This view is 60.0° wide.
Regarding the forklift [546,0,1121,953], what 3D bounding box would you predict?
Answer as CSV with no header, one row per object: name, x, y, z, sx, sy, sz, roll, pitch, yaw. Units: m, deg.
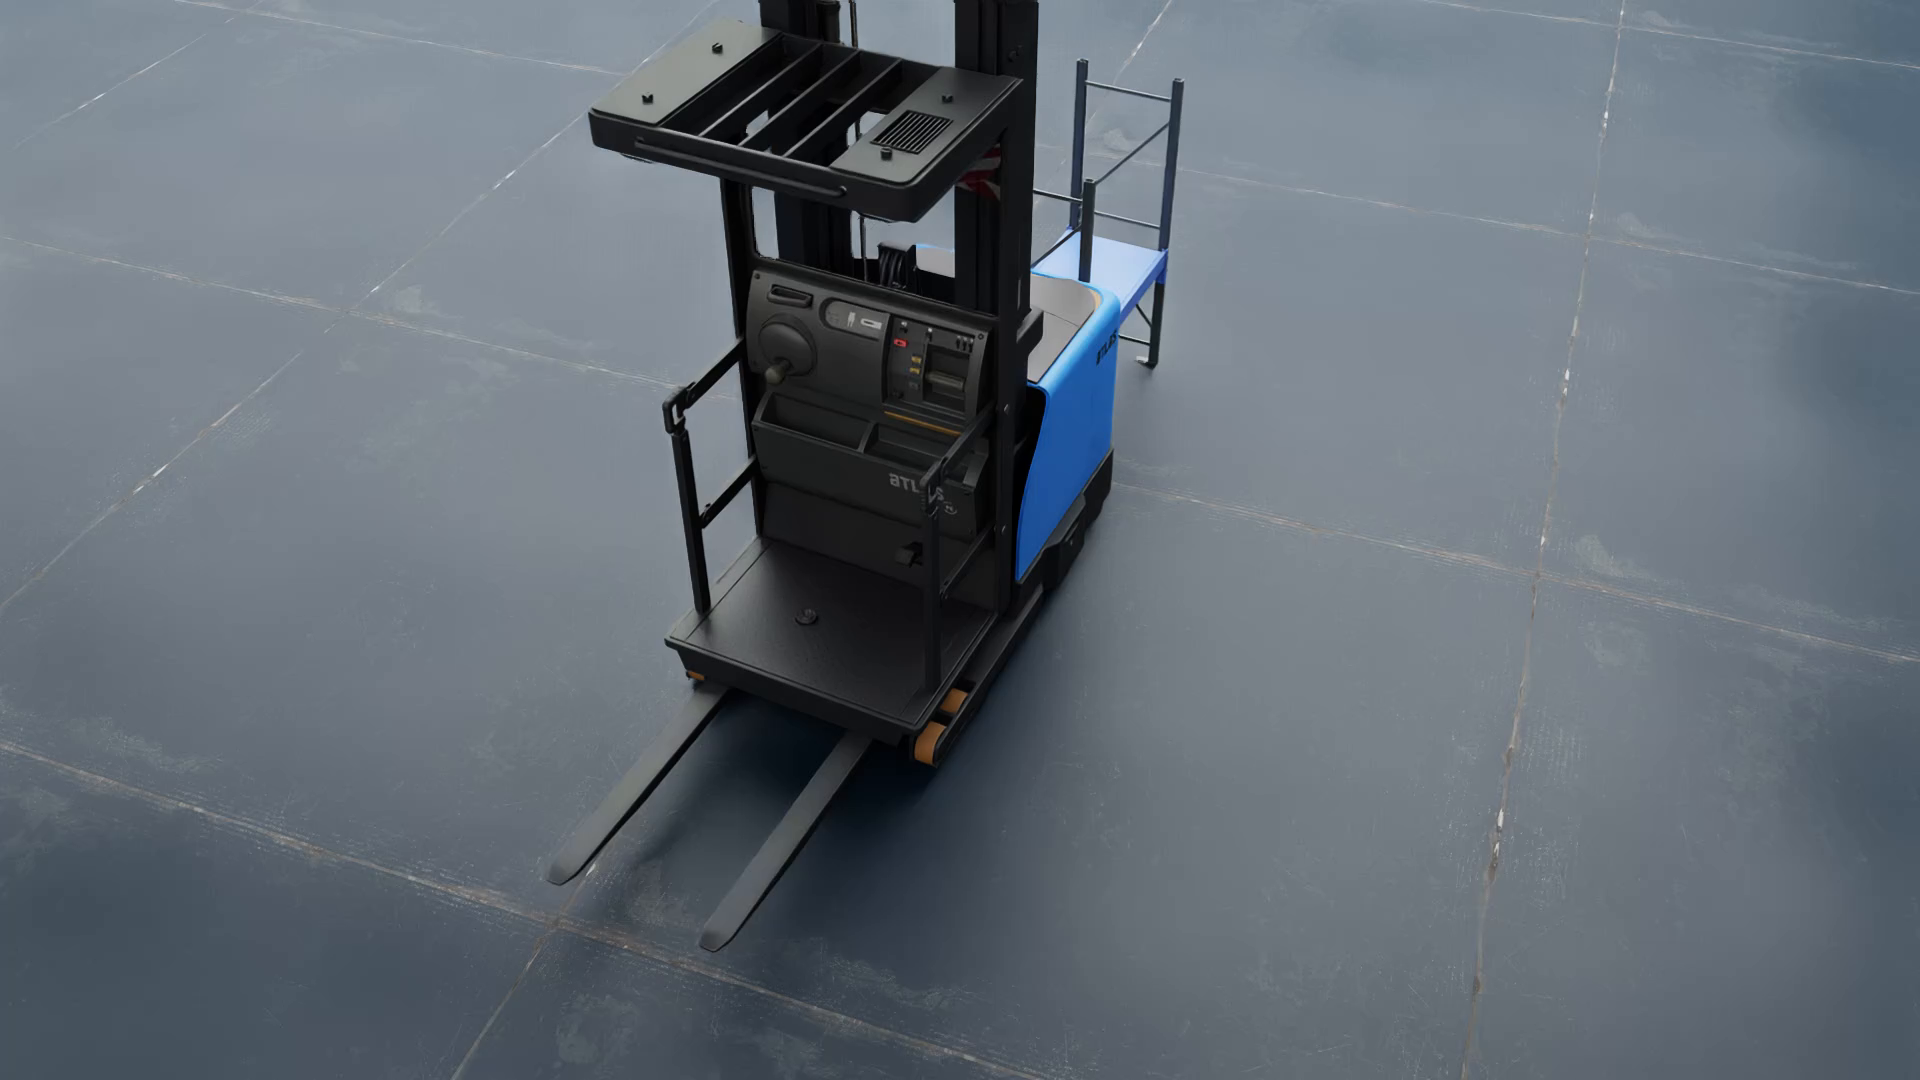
forklift,-0.427,-0.596,5.691,1.130,2.935,3.031,18,43,19

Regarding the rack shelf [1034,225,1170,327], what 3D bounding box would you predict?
rack shelf,0.533,-1.084,7.642,0.538,0.185,1.000,18,43,19

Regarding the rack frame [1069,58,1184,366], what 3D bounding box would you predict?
rack frame,0.756,-1.518,7.873,0.500,1.500,0.032,18,43,19

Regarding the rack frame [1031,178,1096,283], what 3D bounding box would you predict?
rack frame,0.311,-0.924,7.178,0.500,1.500,0.032,18,43,19

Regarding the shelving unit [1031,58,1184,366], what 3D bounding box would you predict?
shelving unit,0.533,-1.221,7.526,0.538,1.500,1.048,18,43,19
